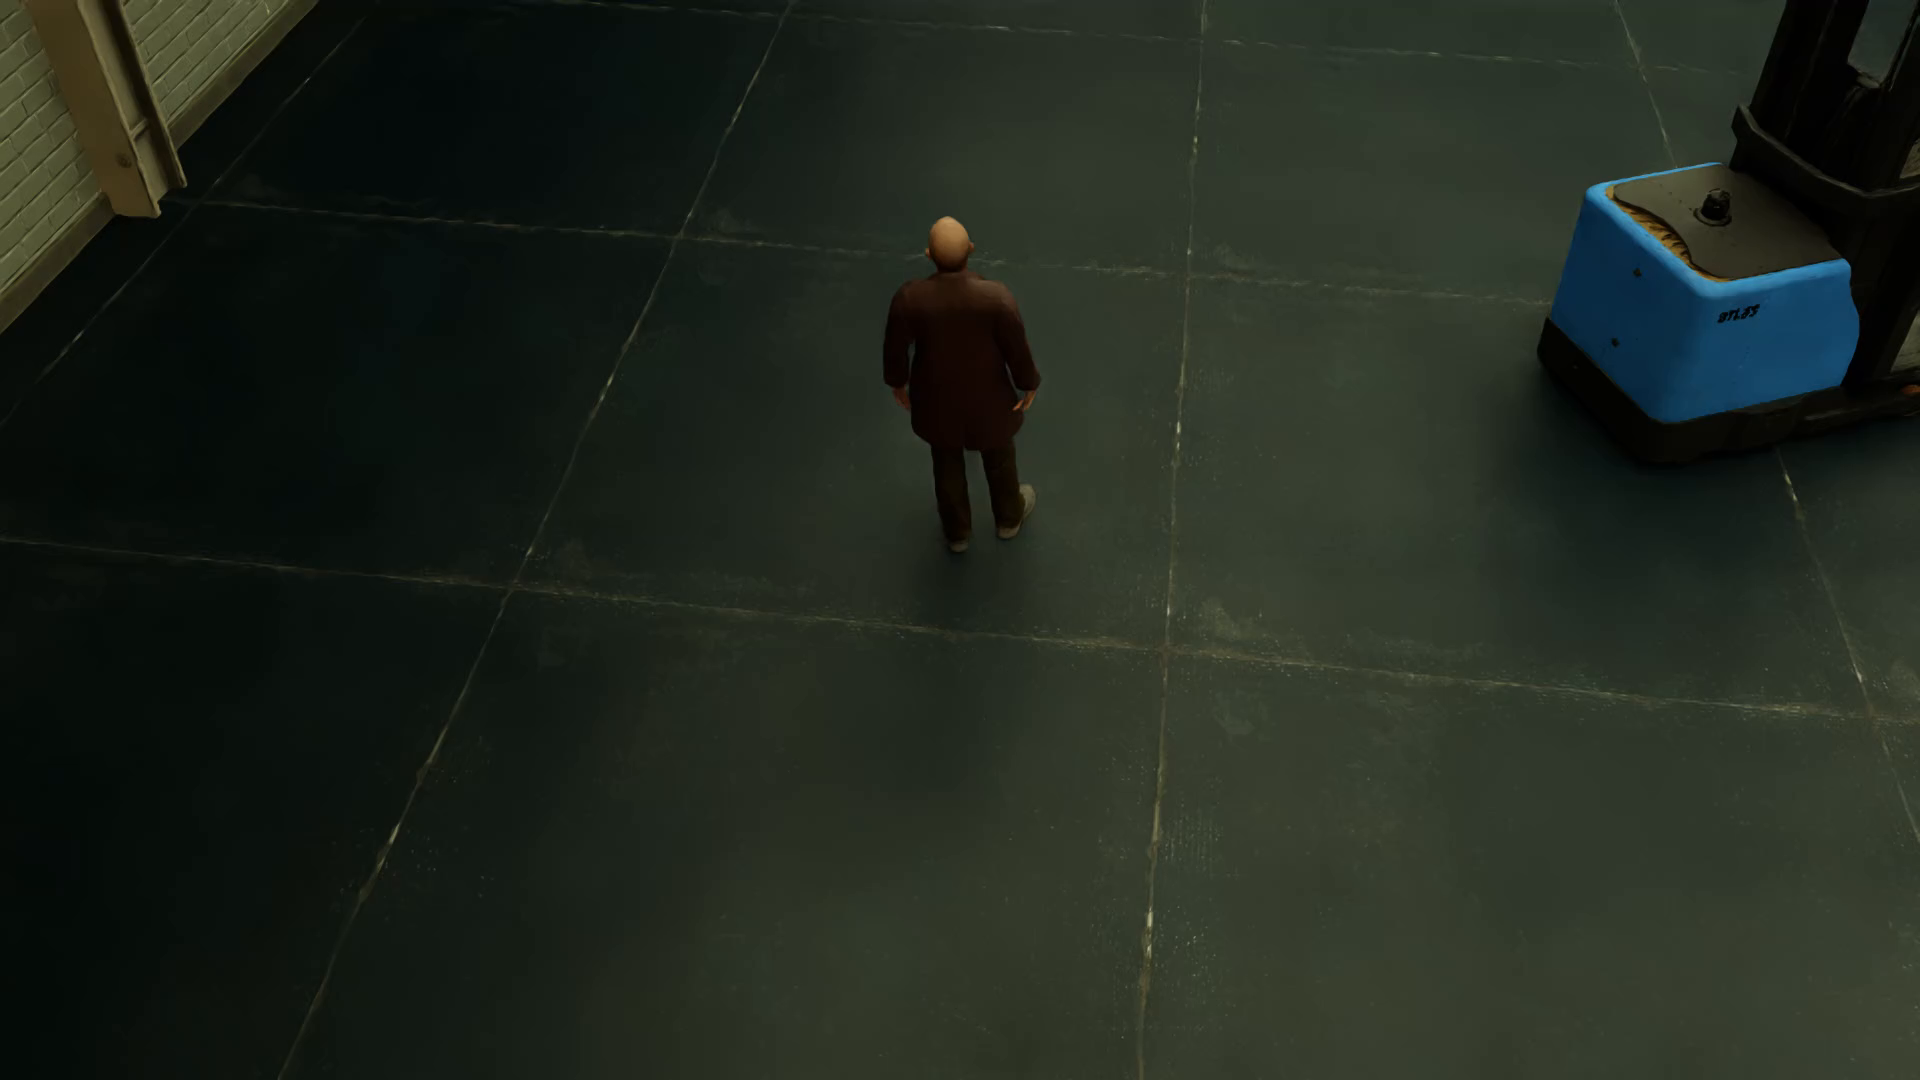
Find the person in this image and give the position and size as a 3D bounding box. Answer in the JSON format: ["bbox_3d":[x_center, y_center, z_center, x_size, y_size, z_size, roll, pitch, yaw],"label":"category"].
[{"bbox_3d":[0.017,-0.721,7.351,0.694,1.776,0.580,5,43,6],"label":"person"}]

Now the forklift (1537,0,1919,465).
[{"bbox_3d":[4.651,-2.045,7.951,3.031,2.935,1.130,-13,44,-13],"label":"forklift"}]
